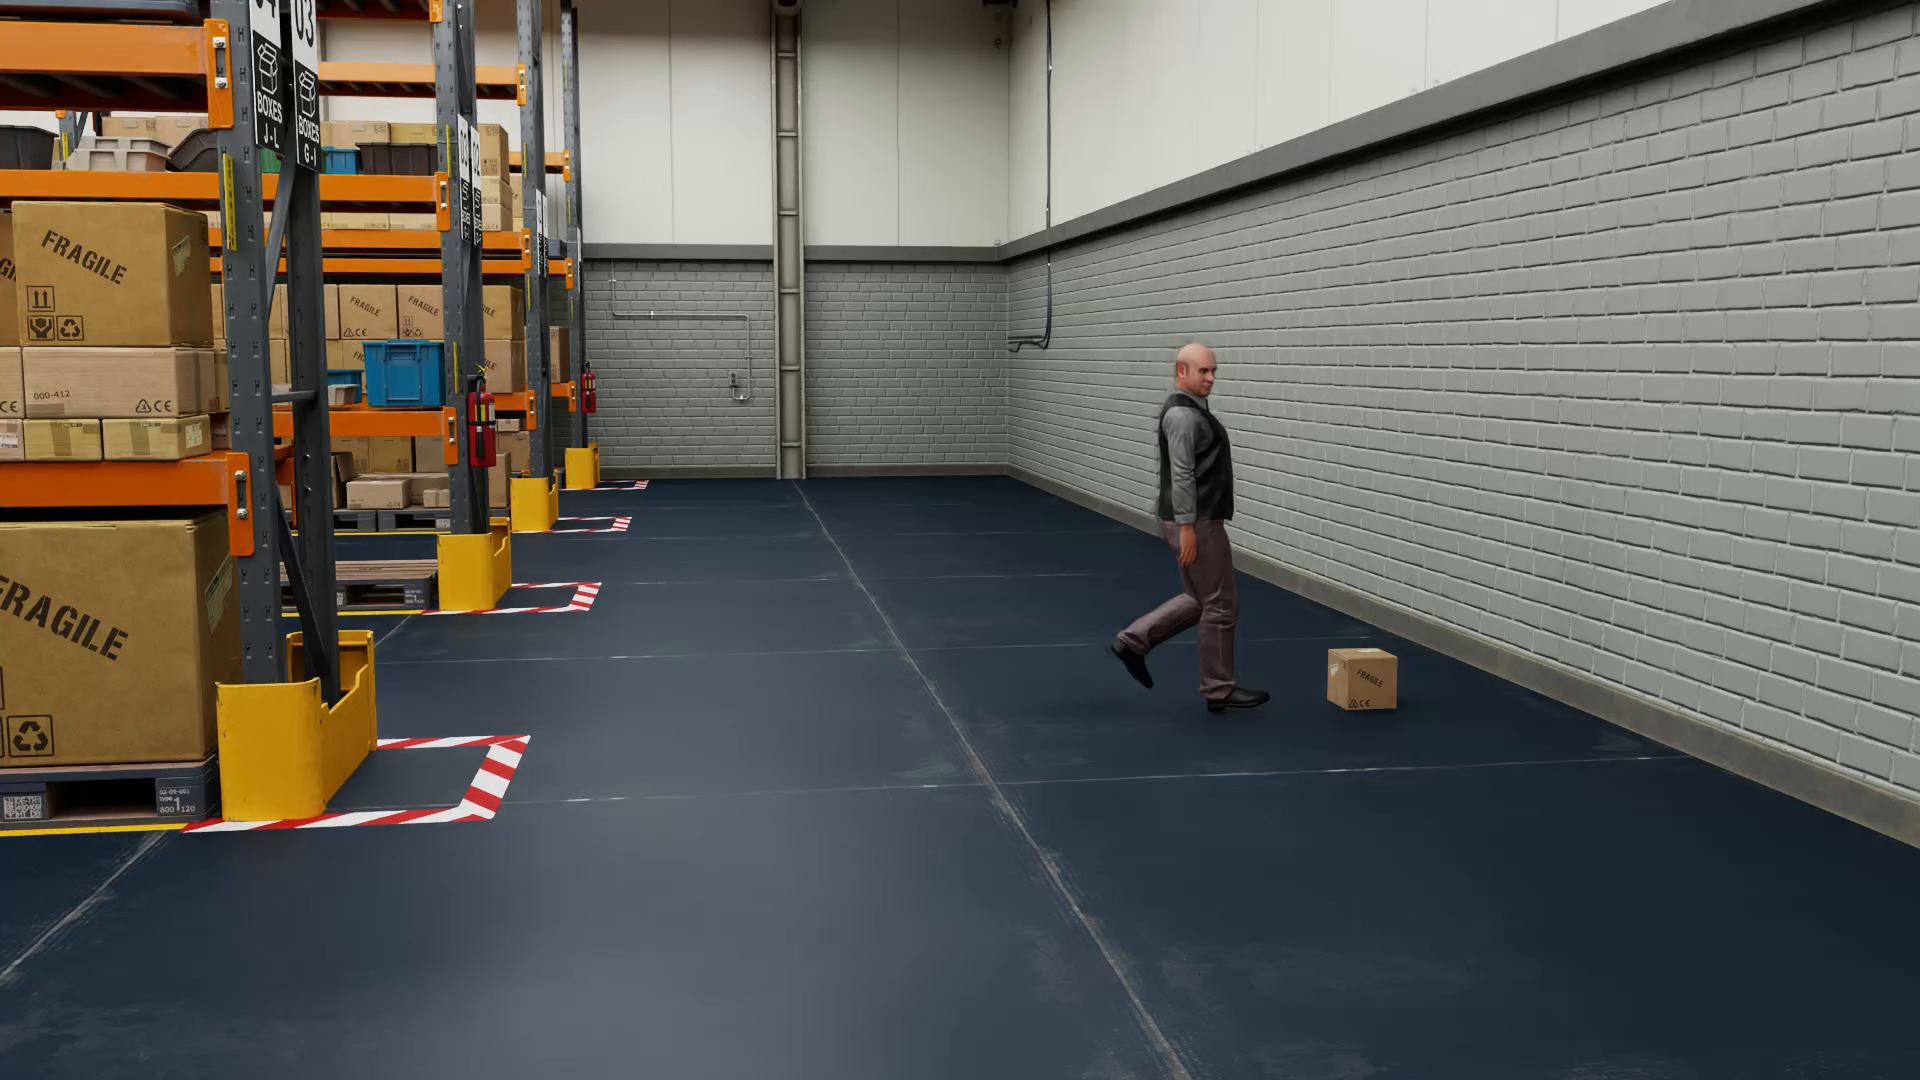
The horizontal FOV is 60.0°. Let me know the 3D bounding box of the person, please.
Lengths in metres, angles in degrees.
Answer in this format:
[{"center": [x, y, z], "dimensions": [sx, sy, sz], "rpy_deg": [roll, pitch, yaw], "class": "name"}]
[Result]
[{"center": [1.085, -0.061, 7.797], "dimensions": [0.750, 1.713, 0.551], "rpy_deg": [0, 6, 3], "class": "person"}]
